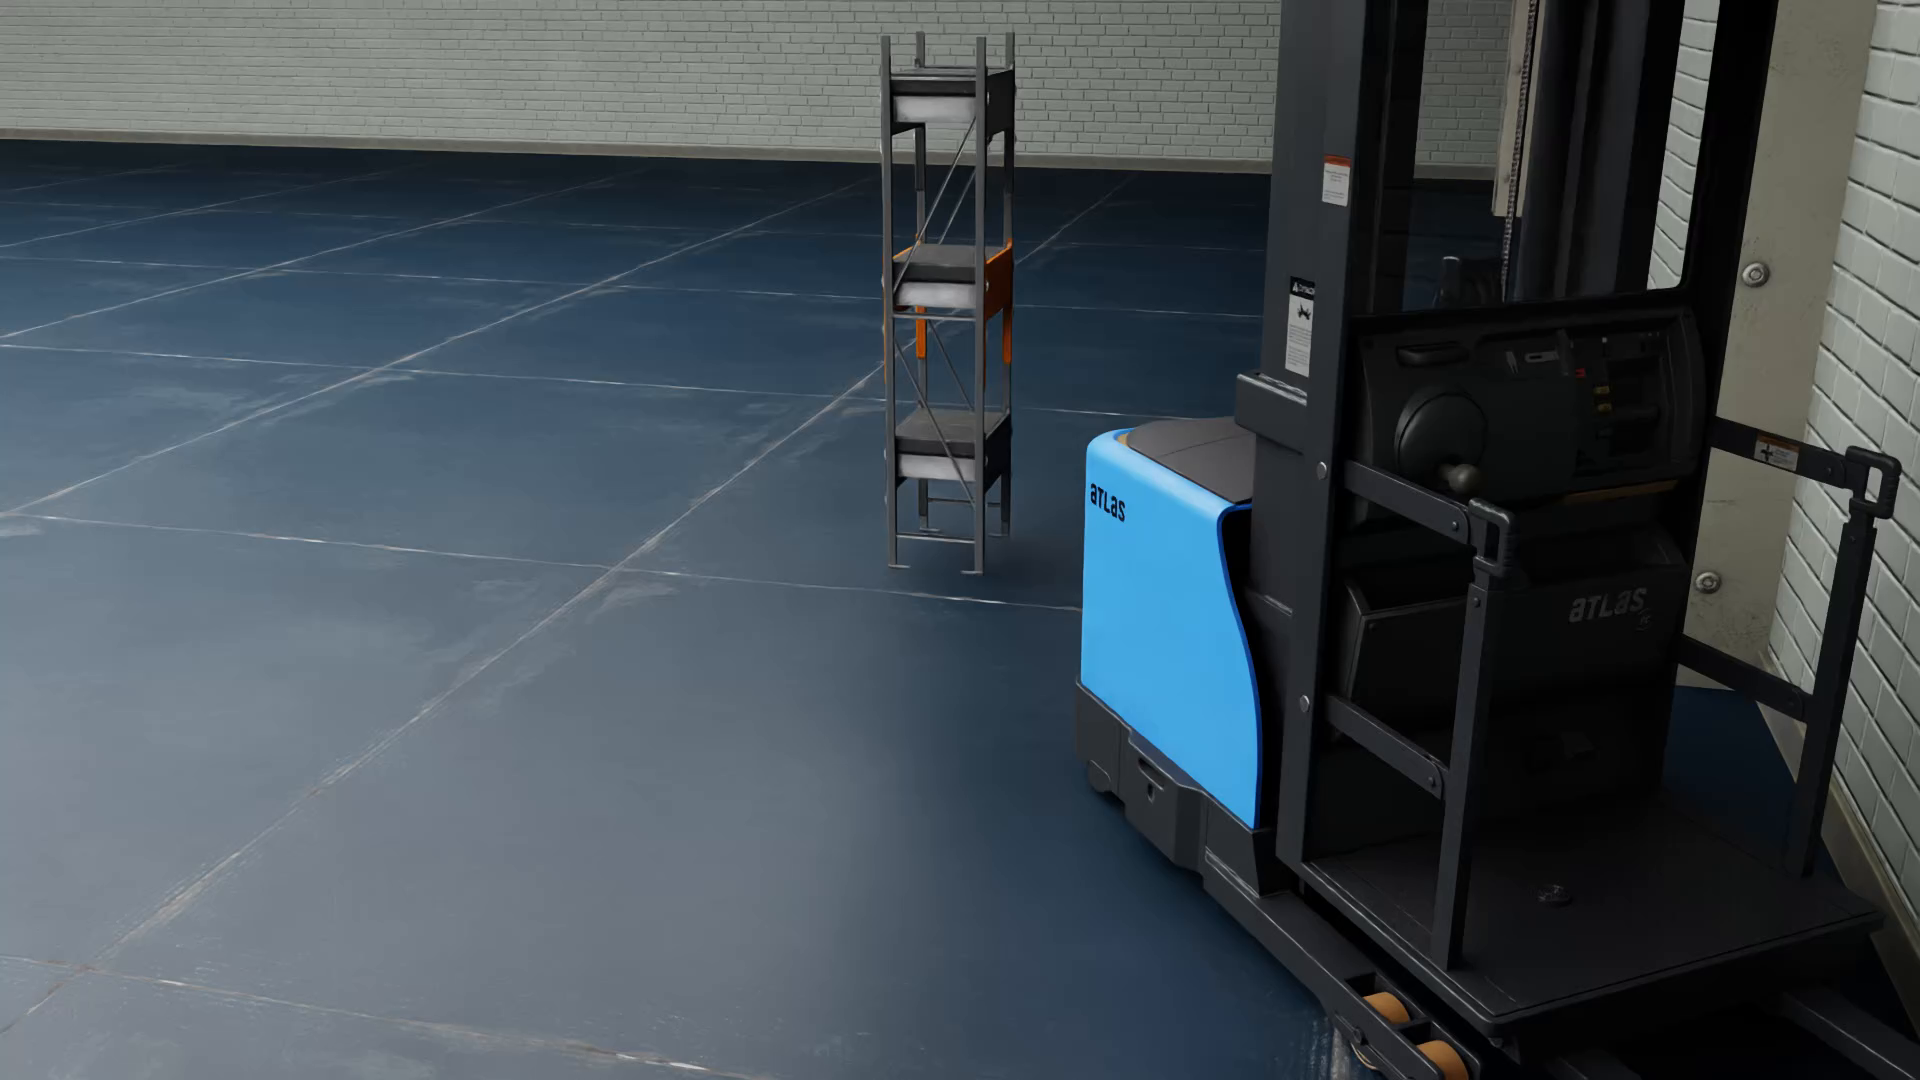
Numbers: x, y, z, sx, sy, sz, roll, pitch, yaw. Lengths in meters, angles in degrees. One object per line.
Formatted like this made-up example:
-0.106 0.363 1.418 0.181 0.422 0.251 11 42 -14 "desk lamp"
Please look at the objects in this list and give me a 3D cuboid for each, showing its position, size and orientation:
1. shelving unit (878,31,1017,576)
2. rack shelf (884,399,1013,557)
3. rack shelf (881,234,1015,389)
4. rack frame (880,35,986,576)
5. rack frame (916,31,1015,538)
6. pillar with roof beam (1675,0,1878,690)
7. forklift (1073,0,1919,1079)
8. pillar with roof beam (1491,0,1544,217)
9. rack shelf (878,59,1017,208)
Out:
-0.040 -0.942 6.696 0.431 2.100 0.503 5 19 13 "shelving unit"
-0.040 -0.266 6.927 0.431 0.518 0.480 5 19 13 "rack shelf"
-0.040 -0.929 6.701 0.431 0.518 0.480 5 19 13 "rack shelf"
-0.100 -0.865 6.472 0.400 2.100 0.015 5 19 13 "rack frame"
0.019 -1.018 6.920 0.400 2.100 0.015 5 19 13 "rack frame"
-1.540 -4.152 5.421 9.100 9.000 0.400 5 19 13 "pillar with roof beam"
1.371 -0.300 3.533 1.130 2.935 3.031 -8 20 -21 "forklift"
1.392 -7.913 16.433 9.100 9.000 0.400 5 19 13 "pillar with roof beam"
-0.040 -1.591 6.474 0.431 0.518 0.480 5 19 13 "rack shelf"
